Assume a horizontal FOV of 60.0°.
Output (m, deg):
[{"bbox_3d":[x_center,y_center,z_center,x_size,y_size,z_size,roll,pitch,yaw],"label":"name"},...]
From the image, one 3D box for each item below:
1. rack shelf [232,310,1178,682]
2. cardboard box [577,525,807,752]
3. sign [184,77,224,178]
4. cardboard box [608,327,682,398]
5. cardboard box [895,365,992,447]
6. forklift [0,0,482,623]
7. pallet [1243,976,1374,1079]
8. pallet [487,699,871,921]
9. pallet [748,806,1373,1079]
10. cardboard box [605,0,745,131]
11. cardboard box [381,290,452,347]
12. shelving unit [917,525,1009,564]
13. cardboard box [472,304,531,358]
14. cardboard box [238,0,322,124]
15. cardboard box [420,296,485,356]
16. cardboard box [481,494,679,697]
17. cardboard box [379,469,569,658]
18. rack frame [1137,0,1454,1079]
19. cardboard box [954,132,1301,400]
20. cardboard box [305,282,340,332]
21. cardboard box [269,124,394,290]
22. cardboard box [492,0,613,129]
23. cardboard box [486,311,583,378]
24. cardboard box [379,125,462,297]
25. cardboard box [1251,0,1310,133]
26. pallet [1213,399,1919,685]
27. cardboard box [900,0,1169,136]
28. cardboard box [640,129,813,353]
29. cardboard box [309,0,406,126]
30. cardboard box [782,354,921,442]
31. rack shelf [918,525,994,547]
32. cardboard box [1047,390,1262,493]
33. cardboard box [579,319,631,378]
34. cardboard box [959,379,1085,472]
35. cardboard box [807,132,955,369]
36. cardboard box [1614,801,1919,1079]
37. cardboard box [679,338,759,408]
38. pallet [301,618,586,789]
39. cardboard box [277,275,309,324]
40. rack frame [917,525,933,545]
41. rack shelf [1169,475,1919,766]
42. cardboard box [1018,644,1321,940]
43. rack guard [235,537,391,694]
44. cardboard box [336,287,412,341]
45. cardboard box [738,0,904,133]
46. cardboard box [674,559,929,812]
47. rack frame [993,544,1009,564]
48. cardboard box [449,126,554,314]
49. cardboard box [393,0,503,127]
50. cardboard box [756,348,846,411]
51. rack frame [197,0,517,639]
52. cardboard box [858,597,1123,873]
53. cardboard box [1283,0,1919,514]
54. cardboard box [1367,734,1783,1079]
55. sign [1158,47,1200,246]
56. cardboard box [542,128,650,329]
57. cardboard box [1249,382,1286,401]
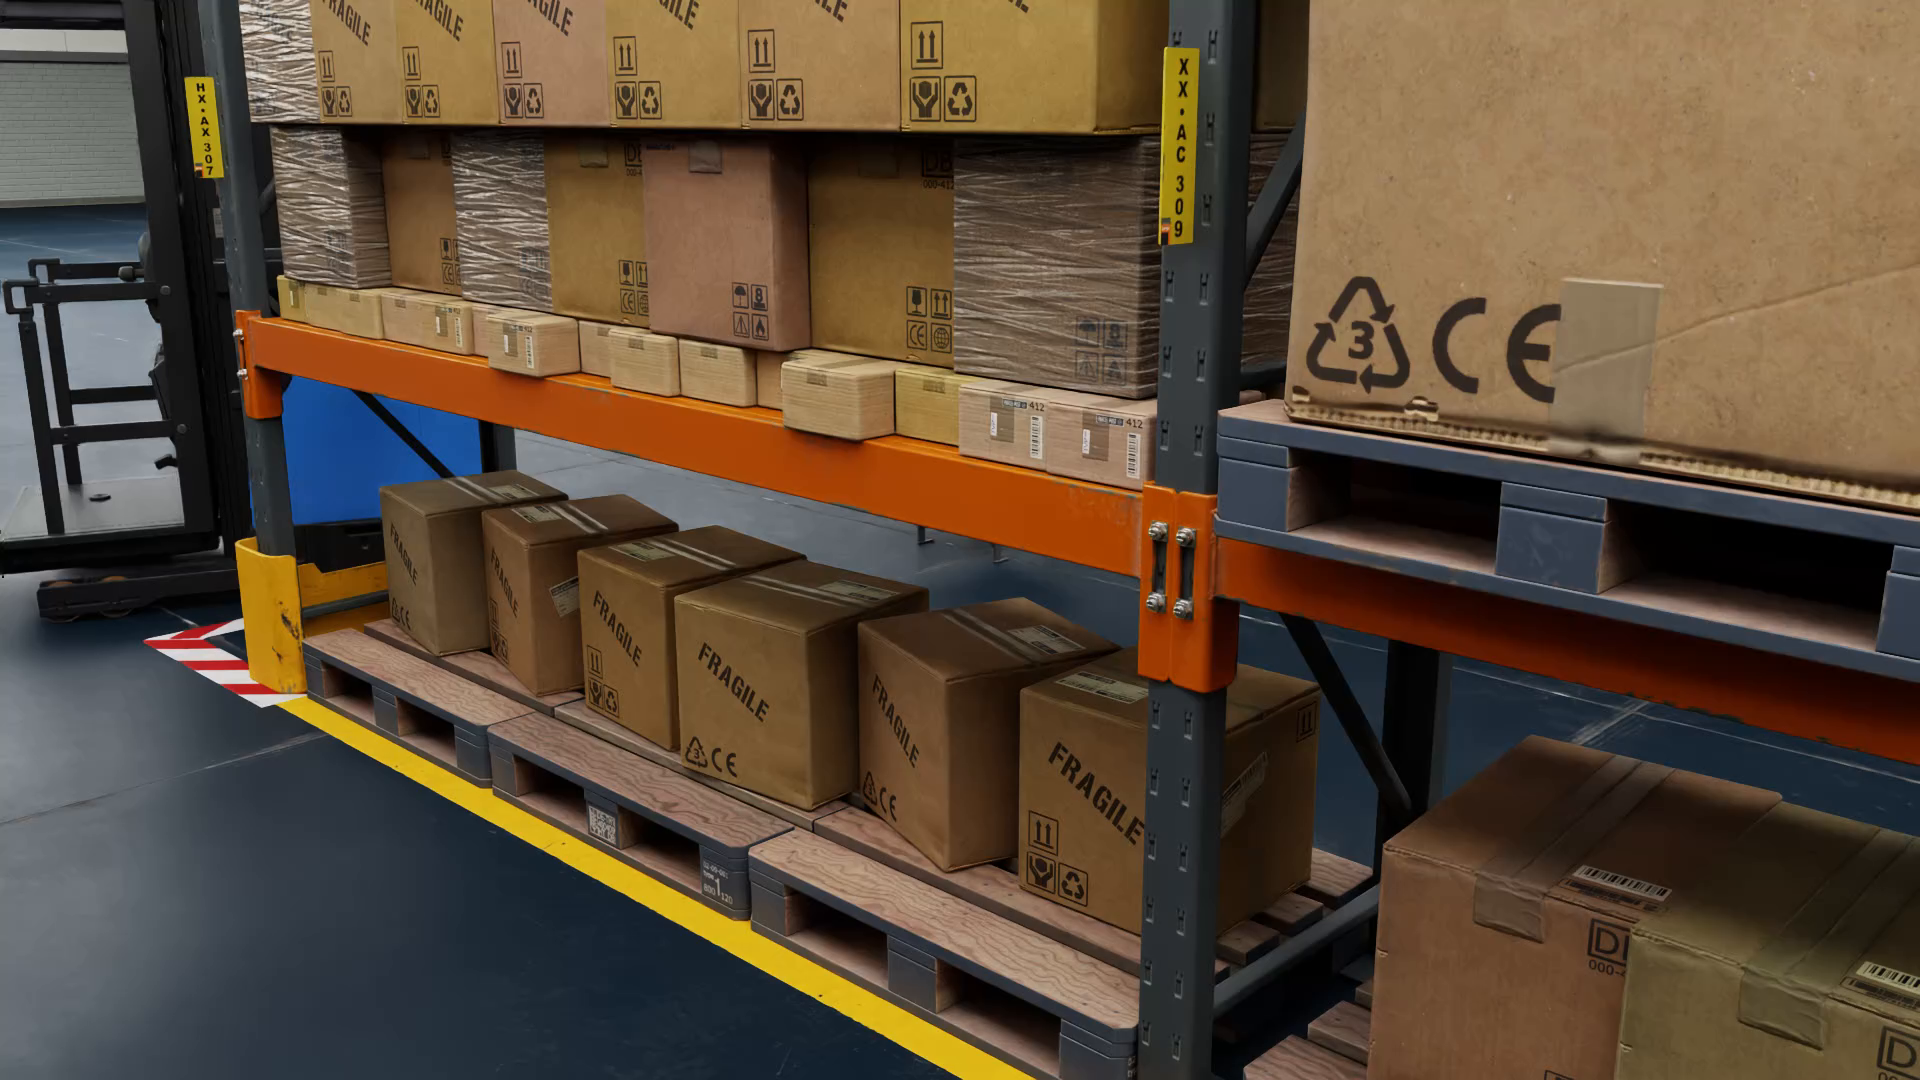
[{"bbox_3d":[-0.693,-0.353,4.764,4.000,0.370,1.077,14,20,42],"label":"rack shelf"},{"bbox_3d":[-0.803,0.279,5.037,0.500,0.500,0.500,-12,19,-39],"label":"cardboard box"},{"bbox_3d":[-2.509,-1.371,5.530,0.005,0.325,0.100,14,20,42],"label":"sign"},{"bbox_3d":[-0.682,-0.479,4.319,0.250,0.149,0.380,14,20,42],"label":"cardboard box"},{"bbox_3d":[0.076,-0.314,3.686,0.250,0.149,0.380,14,20,42],"label":"cardboard box"},{"bbox_3d":[-3.541,-1.236,6.863,3.031,2.935,1.130,-6,16,-23],"label":"forklift"},{"bbox_3d":[1.308,1.134,3.160,1.213,0.211,1.003,14,20,42],"label":"pallet"},{"bbox_3d":[-0.644,0.674,4.928,1.213,0.211,1.003,14,20,42],"label":"pallet"},{"bbox_3d":[0.239,0.887,4.108,1.213,0.211,1.003,14,20,42],"label":"pallet"},{"bbox_3d":[-0.488,-1.231,3.936,0.500,0.500,0.500,14,20,42],"label":"cardboard box"},{"bbox_3d":[-1.562,-0.703,5.178,0.250,0.149,0.380,14,20,42],"label":"cardboard box"},{"bbox_3d":[0.119,-0.987,7.556,0.503,2.100,0.431,14,20,42],"label":"shelving unit"},{"bbox_3d":[-1.189,-0.619,4.856,0.250,0.149,0.380,14,20,42],"label":"cardboard box"},{"bbox_3d":[-1.926,-1.582,5.282,0.500,0.500,0.500,14,20,42],"label":"cardboard box"},{"bbox_3d":[-1.387,-0.658,5.005,0.250,0.149,0.380,14,20,42],"label":"cardboard box"},{"bbox_3d":[-1.241,0.166,5.470,0.500,0.500,0.500,-9,17,-30],"label":"cardboard box"},{"bbox_3d":[-1.695,0.068,5.848,0.500,0.500,0.500,-10,18,-34],"label":"cardboard box"},{"bbox_3d":[0.747,-0.351,3.330,0.127,3.000,1.000,14,20,42],"label":"rack frame"},{"bbox_3d":[0.466,-0.633,3.626,0.500,0.500,0.875,14,20,42],"label":"cardboard box"},{"bbox_3d":[-1.926,-0.789,5.510,0.250,0.149,0.380,14,20,42],"label":"cardboard box"},{"bbox_3d":[-1.756,-1.142,5.578,0.500,0.500,0.875,14,20,42],"label":"cardboard box"},{"bbox_3d":[-0.846,-1.319,4.274,0.500,0.500,0.500,14,20,42],"label":"cardboard box"},{"bbox_3d":[-1.081,-0.556,4.616,0.250,0.149,0.380,14,20,42],"label":"cardboard box"},{"bbox_3d":[-1.313,-1.076,5.326,0.500,0.500,0.875,14,20,42],"label":"cardboard box"},{"bbox_3d":[0.599,-1.152,3.633,0.500,0.500,0.500,14,20,42],"label":"cardboard box"},{"bbox_3d":[1.196,-0.098,2.740,1.213,0.211,1.003,14,20,42],"label":"pallet"},{"bbox_3d":[0.232,-1.056,3.265,0.500,0.500,0.500,14,20,42],"label":"cardboard box"},{"bbox_3d":[-0.300,-0.796,4.252,0.500,0.500,0.875,14,20,42],"label":"cardboard box"},{"bbox_3d":[-1.571,-1.493,4.941,0.500,0.500,0.500,14,20,42],"label":"cardboard box"},{"bbox_3d":[-0.181,-0.337,3.776,0.250,0.149,0.380,14,20,42],"label":"cardboard box"},{"bbox_3d":[0.119,-0.297,7.736,0.480,0.518,0.431,14,20,42],"label":"rack shelf"},{"bbox_3d":[0.388,-0.214,3.302,0.250,0.149,0.380,14,20,42],"label":"cardboard box"},{"bbox_3d":[-0.808,-0.537,4.541,0.250,0.149,0.380,14,20,42],"label":"cardboard box"},{"bbox_3d":[0.215,-0.259,3.476,0.250,0.149,0.380,14,20,42],"label":"cardboard box"},{"bbox_3d":[0.130,-0.727,3.986,0.500,0.500,0.875,14,20,42],"label":"cardboard box"},{"bbox_3d":[1.504,0.844,2.829,0.500,0.500,0.700,14,20,42],"label":"cardboard box"},{"bbox_3d":[-0.477,-0.442,4.176,0.250,0.149,0.380,14,20,42],"label":"cardboard box"},{"bbox_3d":[-1.518,0.460,5.747,1.213,0.211,1.003,14,20,42],"label":"pallet"},{"bbox_3d":[-2.093,-0.836,5.691,0.250,0.149,0.380,14,20,42],"label":"cardboard box"},{"bbox_3d":[-0.056,-1.030,7.720,0.015,2.100,0.400,14,20,42],"label":"rack frame"},{"bbox_3d":[2.187,0.347,2.078,4.000,0.370,1.077,14,20,42],"label":"rack shelf"},{"bbox_3d":[0.487,0.578,3.889,0.500,0.500,0.500,13,19,41],"label":"cardboard box"},{"bbox_3d":[-2.078,0.172,6.281,0.348,0.500,1.175,14,20,42],"label":"rack guard"},{"bbox_3d":[-1.757,-0.743,5.332,0.250,0.149,0.380,14,20,42],"label":"cardboard box"},{"bbox_3d":[-0.129,-1.143,3.600,0.500,0.500,0.500,14,20,42],"label":"cardboard box"},{"bbox_3d":[-0.432,0.385,4.631,0.500,0.500,0.500,11,18,37],"label":"cardboard box"},{"bbox_3d":[0.295,-0.944,7.392,0.015,2.100,0.400,14,20,42],"label":"rack frame"},{"bbox_3d":[-0.983,-0.981,4.960,0.500,0.500,0.875,14,20,42],"label":"cardboard box"},{"bbox_3d":[-1.210,-1.406,4.606,0.500,0.500,0.500,14,20,42],"label":"cardboard box"},{"bbox_3d":[-0.269,-0.405,4.036,0.250,0.149,0.380,14,20,42],"label":"cardboard box"},{"bbox_3d":[-2.133,-1.051,6.017,0.127,3.000,1.000,14,20,42],"label":"rack frame"},{"bbox_3d":[0.069,0.479,4.268,0.500,0.500,0.500,-8,16,-27],"label":"cardboard box"},{"bbox_3d":[1.222,-0.680,2.571,1.000,1.000,1.000,14,20,43],"label":"cardboard box"},{"bbox_3d":[1.174,0.757,3.163,0.500,0.500,0.700,12,19,38],"label":"cardboard box"},{"bbox_3d":[0.376,-0.670,2.838,0.005,0.325,0.100,14,20,42],"label":"sign"},{"bbox_3d":[-0.631,-0.891,4.616,0.500,0.500,0.875,14,20,42],"label":"cardboard box"},{"bbox_3d":[0.801,-0.322,3.716,0.250,0.149,0.380,14,20,42],"label":"cardboard box"}]
